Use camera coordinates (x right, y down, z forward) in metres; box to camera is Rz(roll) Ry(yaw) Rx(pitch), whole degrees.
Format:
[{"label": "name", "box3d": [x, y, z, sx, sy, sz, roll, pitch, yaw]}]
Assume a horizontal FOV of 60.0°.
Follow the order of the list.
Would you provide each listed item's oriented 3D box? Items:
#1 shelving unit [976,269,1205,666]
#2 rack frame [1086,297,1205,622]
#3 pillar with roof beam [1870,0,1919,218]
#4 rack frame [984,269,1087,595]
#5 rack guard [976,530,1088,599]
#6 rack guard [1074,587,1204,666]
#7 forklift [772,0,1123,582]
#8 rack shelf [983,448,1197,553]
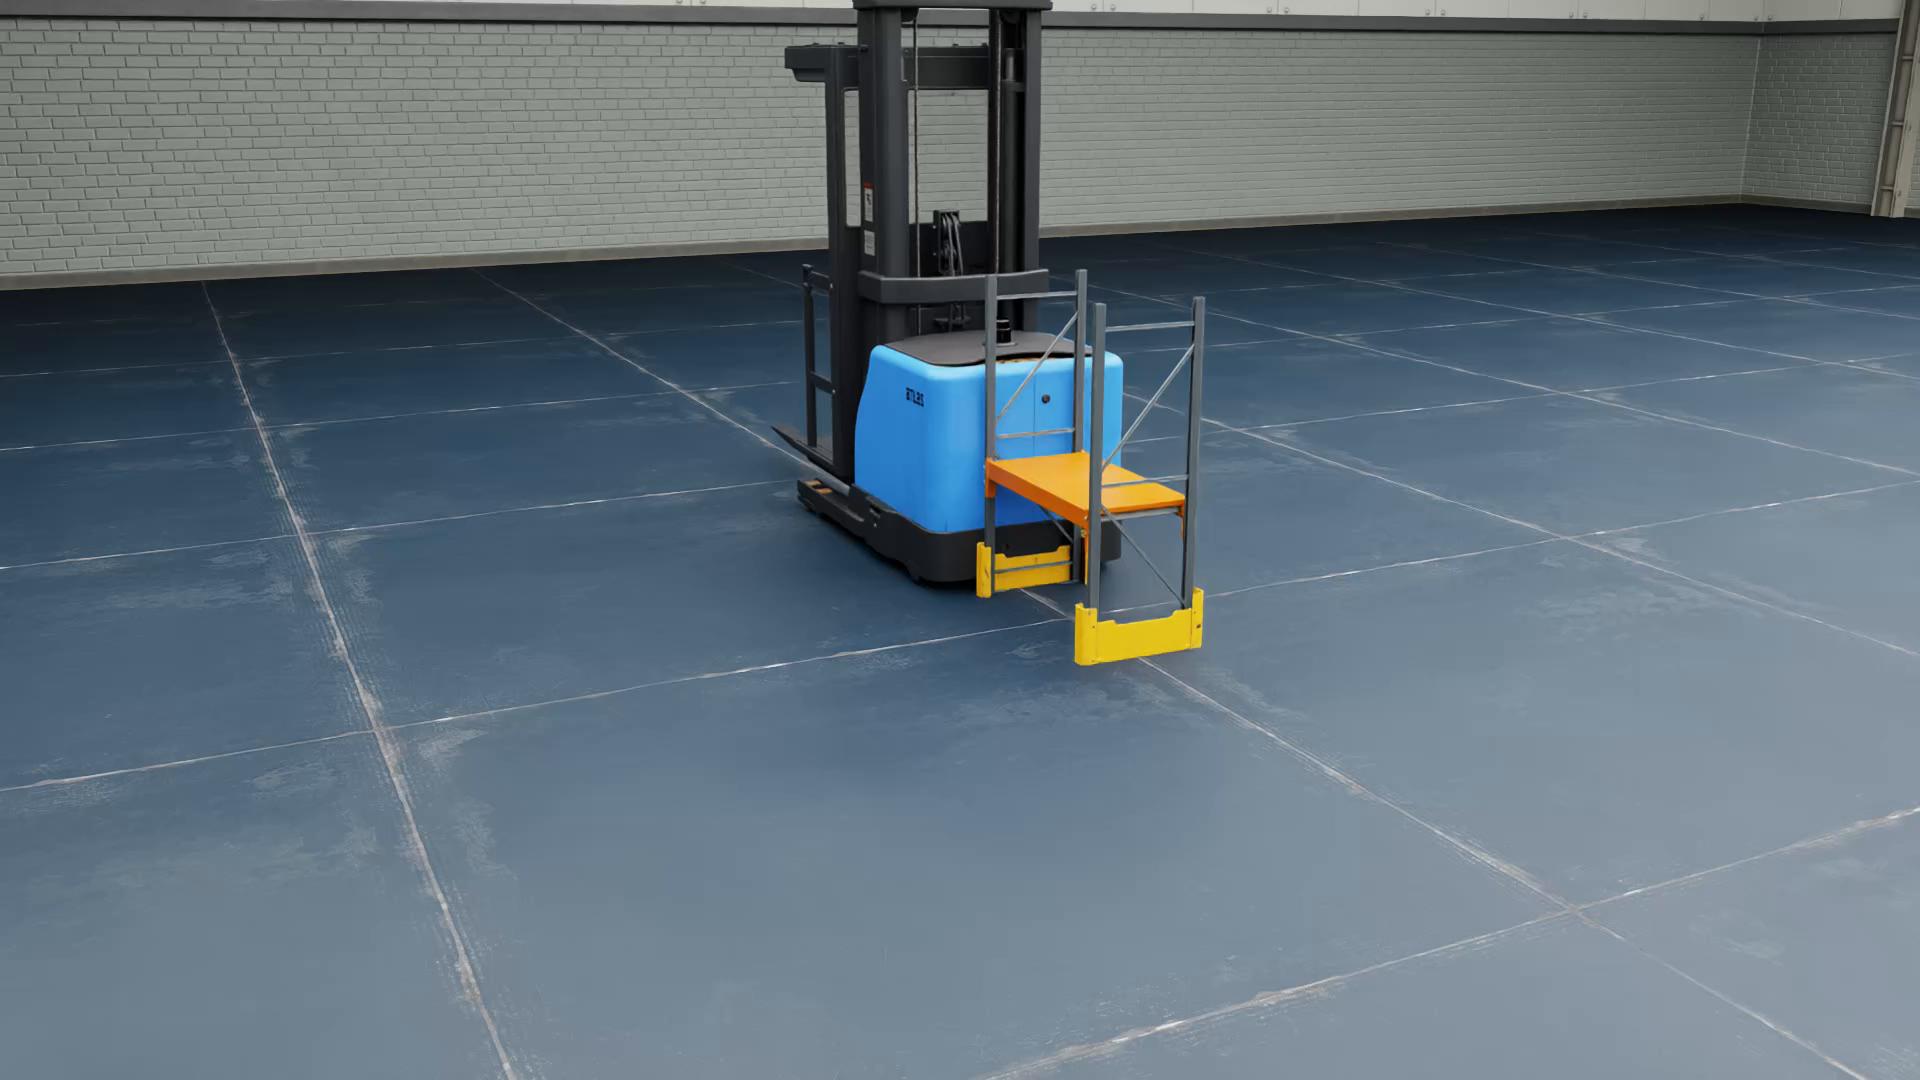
[{"label": "shelving unit", "box3d": [0.557, -0.362, 7.293, 0.587, 1.500, 1.083, -7, 17, -23]}, {"label": "rack frame", "box3d": [0.760, -0.236, 6.854, 0.500, 1.500, 0.032, -7, 17, -23]}, {"label": "pillar with roof beam", "box3d": [11.315, -9.108, 24.176, 9.100, 9.000, 0.400, -8, 18, -25]}, {"label": "rack frame", "box3d": [0.347, -0.492, 7.748, 0.500, 1.500, 0.032, -7, 17, -23]}, {"label": "rack guard", "box3d": [0.355, 0.113, 7.903, 0.587, 0.250, 0.087, -7, 17, -23]}, {"label": "rack guard", "box3d": [0.759, 0.364, 7.028, 0.587, 0.250, 0.087, -7, 17, -23]}, {"label": "forklift", "box3d": [-0.262, -1.572, 8.915, 1.130, 2.935, 3.031, -7, 17, -23]}, {"label": "rack shelf", "box3d": [0.553, -0.191, 7.351, 0.538, 0.185, 1.000, -7, 17, -23]}]
